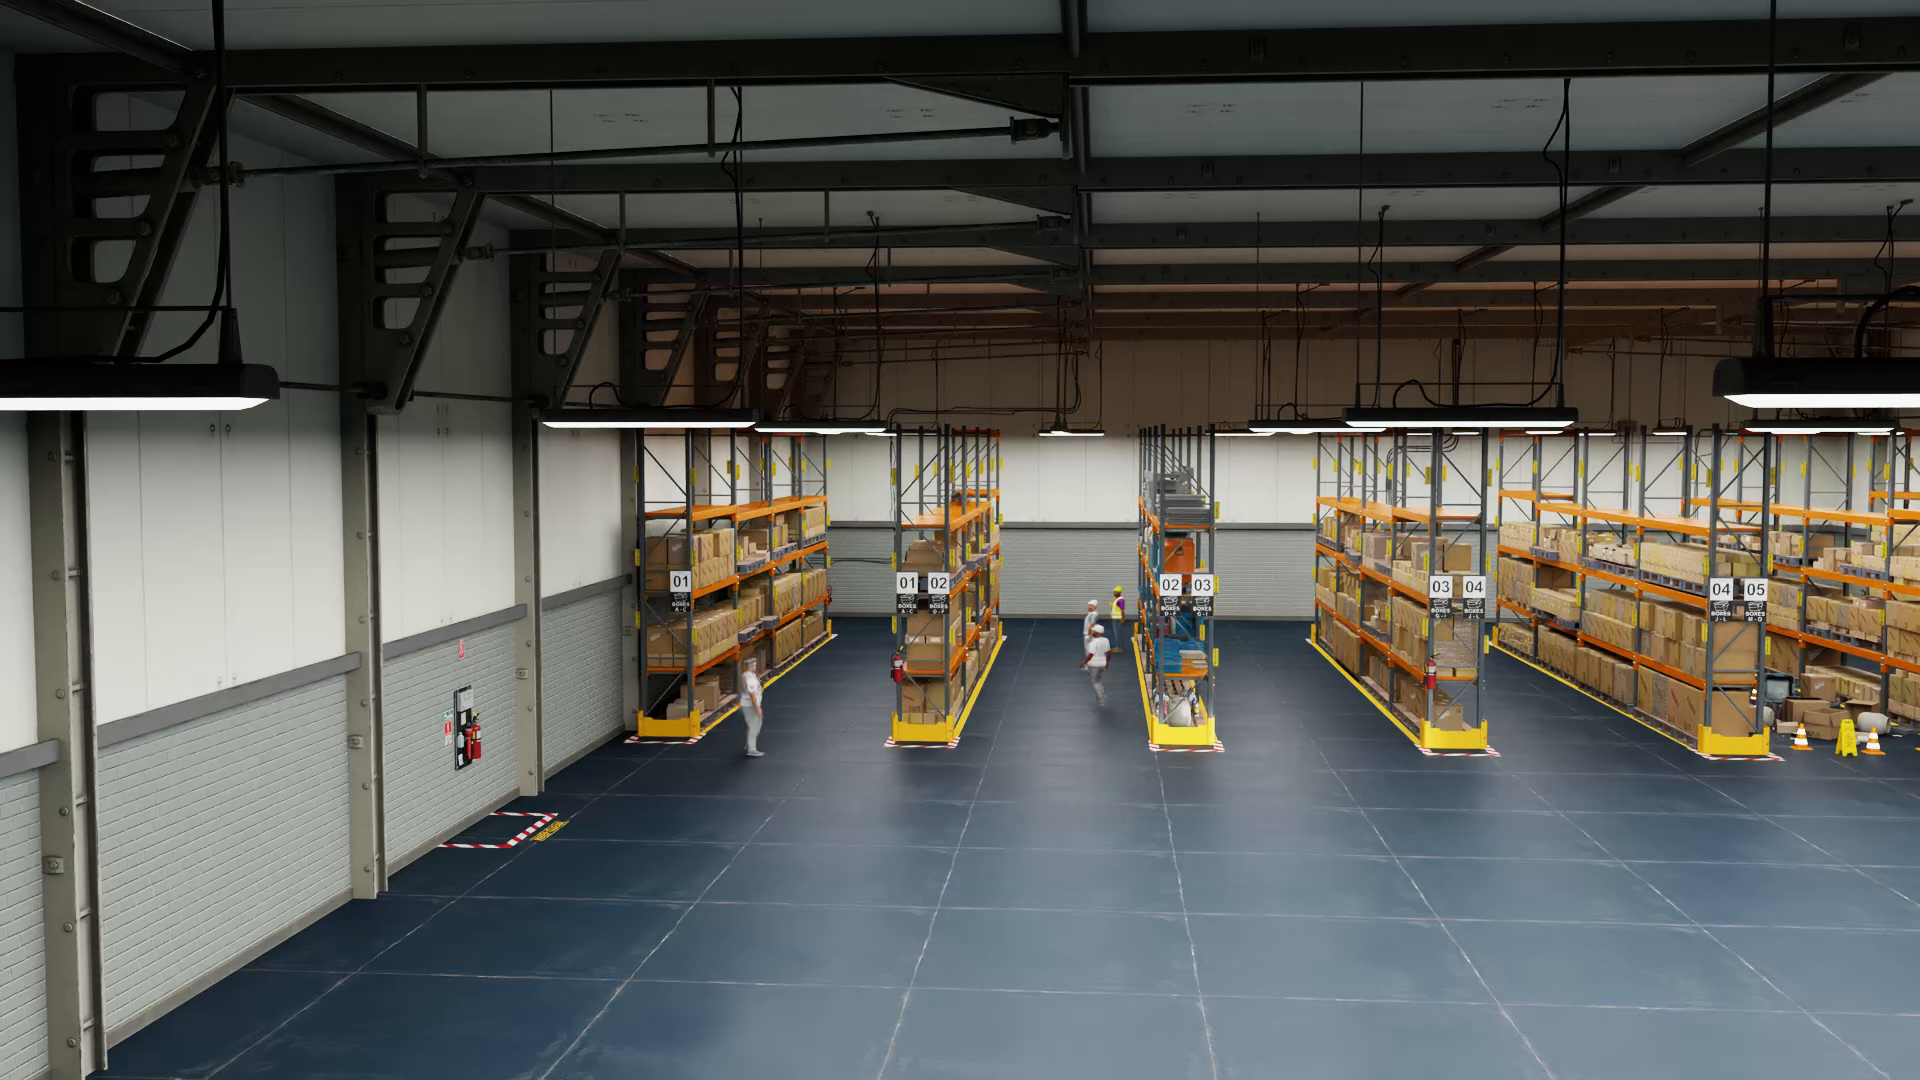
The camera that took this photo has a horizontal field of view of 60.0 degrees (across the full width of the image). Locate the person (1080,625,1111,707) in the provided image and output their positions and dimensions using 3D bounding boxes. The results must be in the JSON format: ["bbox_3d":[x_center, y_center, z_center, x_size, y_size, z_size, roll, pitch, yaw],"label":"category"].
[{"bbox_3d":[2.940,2.703,35.660,0.676,1.790,0.506,-3,4,-39],"label":"person"}]

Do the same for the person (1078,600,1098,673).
[{"bbox_3d":[3.117,2.355,40.682,0.542,1.791,0.577,1,4,14],"label":"person"}]

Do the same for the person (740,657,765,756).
[{"bbox_3d":[-3.765,3.043,30.122,0.450,1.827,0.587,0,3,-6],"label":"person"}]

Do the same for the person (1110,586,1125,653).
[{"bbox_3d":[4.212,2.122,44.617,0.383,1.769,0.626,0,3,-3],"label":"person"}]
